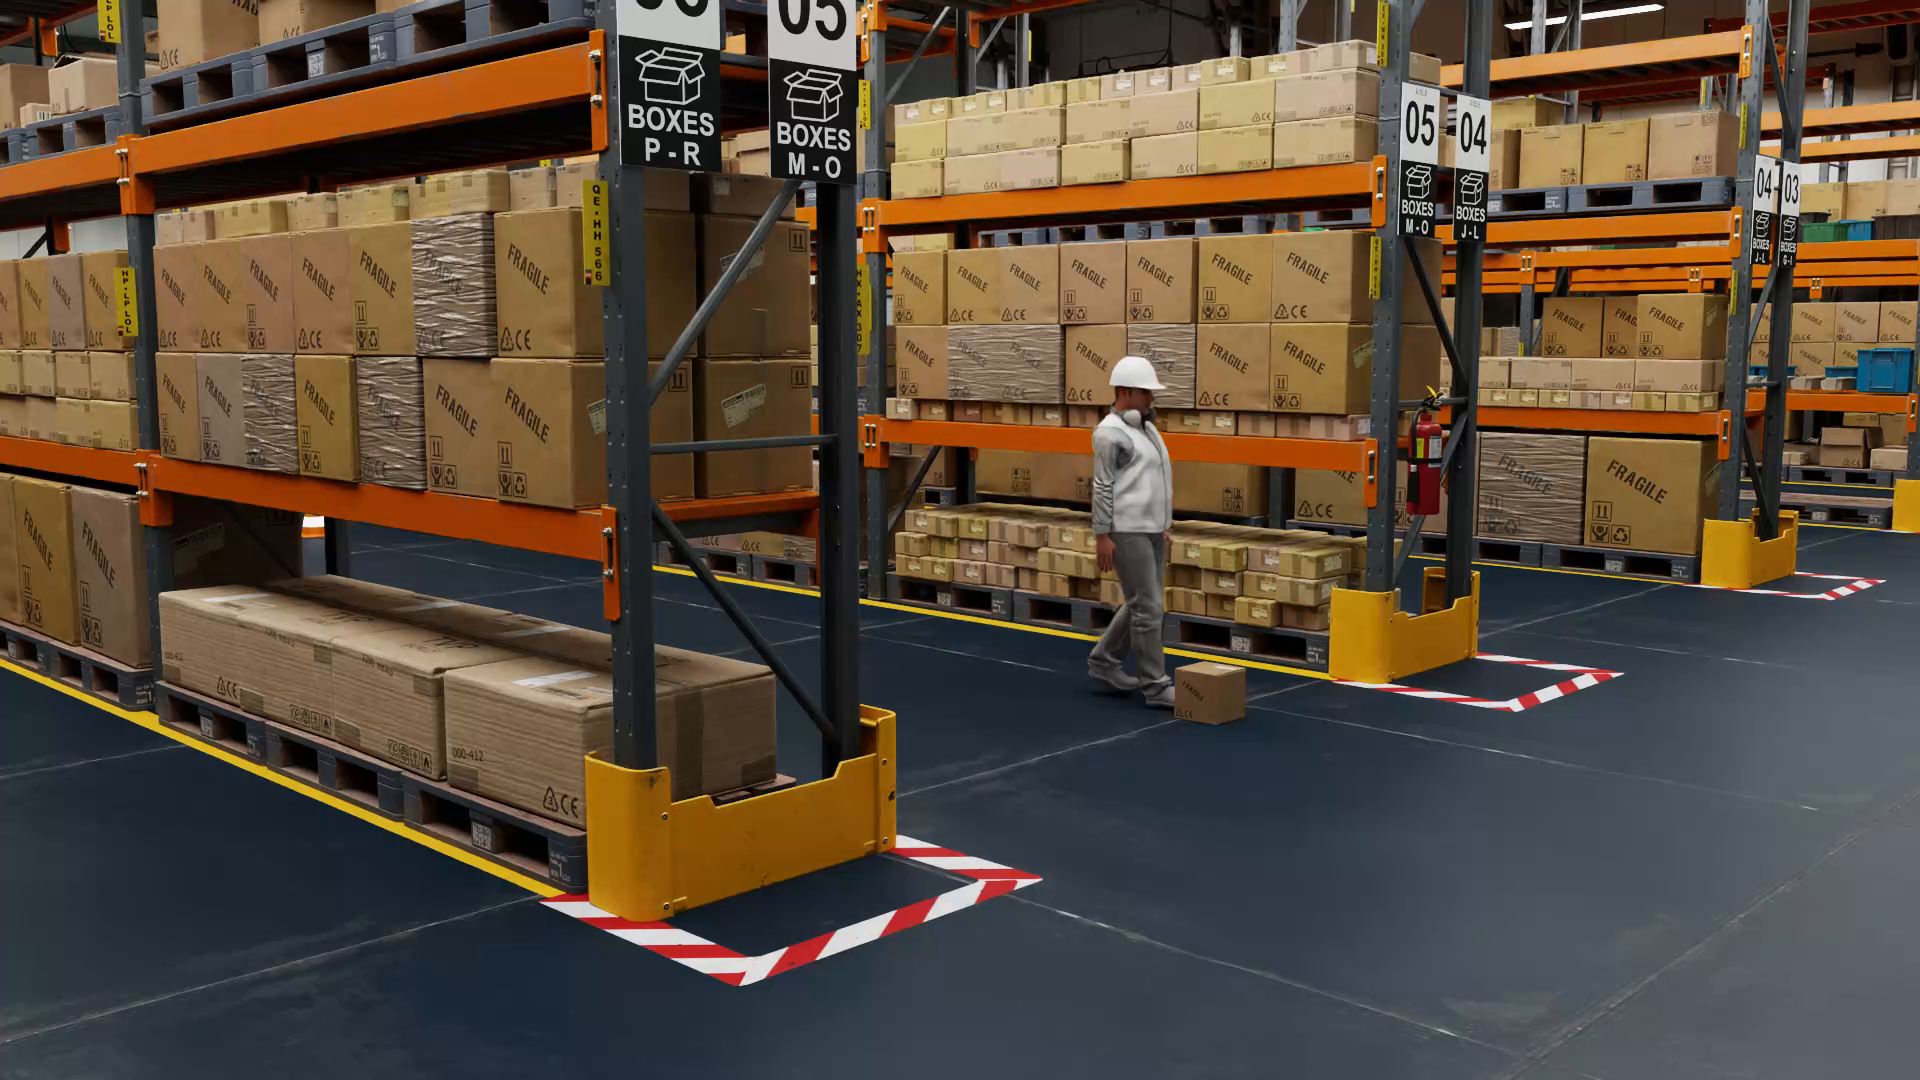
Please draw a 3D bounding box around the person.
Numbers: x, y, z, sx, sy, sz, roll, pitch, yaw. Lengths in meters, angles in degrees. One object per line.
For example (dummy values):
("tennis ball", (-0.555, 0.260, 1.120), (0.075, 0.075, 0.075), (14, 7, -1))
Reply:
("person", (0.933, -0.044, 8.452), (0.698, 1.768, 0.561), (4, 8, 28))
